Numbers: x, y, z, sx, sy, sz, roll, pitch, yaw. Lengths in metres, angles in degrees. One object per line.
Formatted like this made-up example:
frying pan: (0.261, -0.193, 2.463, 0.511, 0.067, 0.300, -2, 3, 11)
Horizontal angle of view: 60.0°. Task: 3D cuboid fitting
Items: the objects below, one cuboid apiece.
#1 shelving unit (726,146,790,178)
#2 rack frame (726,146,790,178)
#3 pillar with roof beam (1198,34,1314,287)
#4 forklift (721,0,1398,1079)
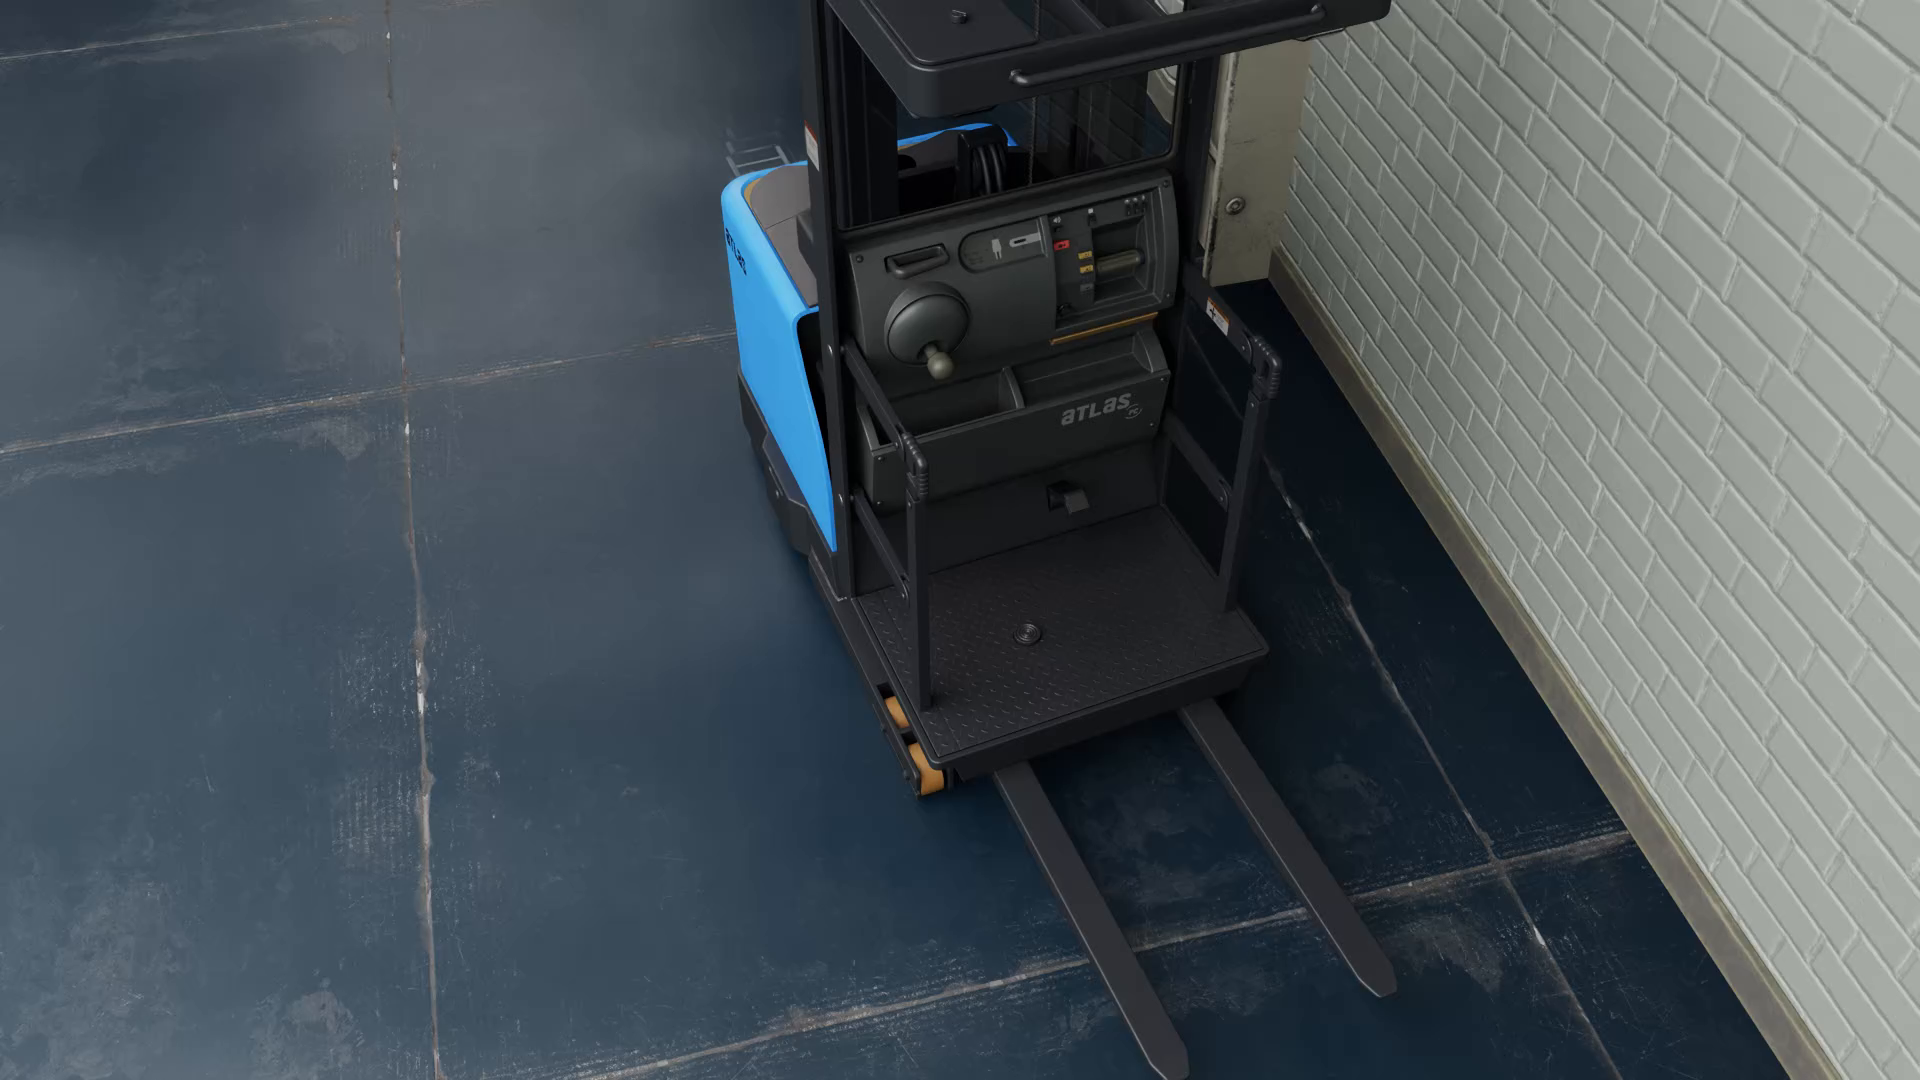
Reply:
shelving unit: (-0.662, -1.202, 6.791, 0.258, 0.189, 1.200, -16, 47, -15)
rack frame: (-0.662, -1.266, 6.726, 0.240, 0.006, 1.200, -16, 47, -15)
pillar with roof beam: (-3.067, -3.552, 2.930, 9.100, 9.000, 0.400, -11, 47, -10)
forklift: (0.243, -0.611, 4.297, 1.130, 2.935, 3.031, -17, 48, -16)
